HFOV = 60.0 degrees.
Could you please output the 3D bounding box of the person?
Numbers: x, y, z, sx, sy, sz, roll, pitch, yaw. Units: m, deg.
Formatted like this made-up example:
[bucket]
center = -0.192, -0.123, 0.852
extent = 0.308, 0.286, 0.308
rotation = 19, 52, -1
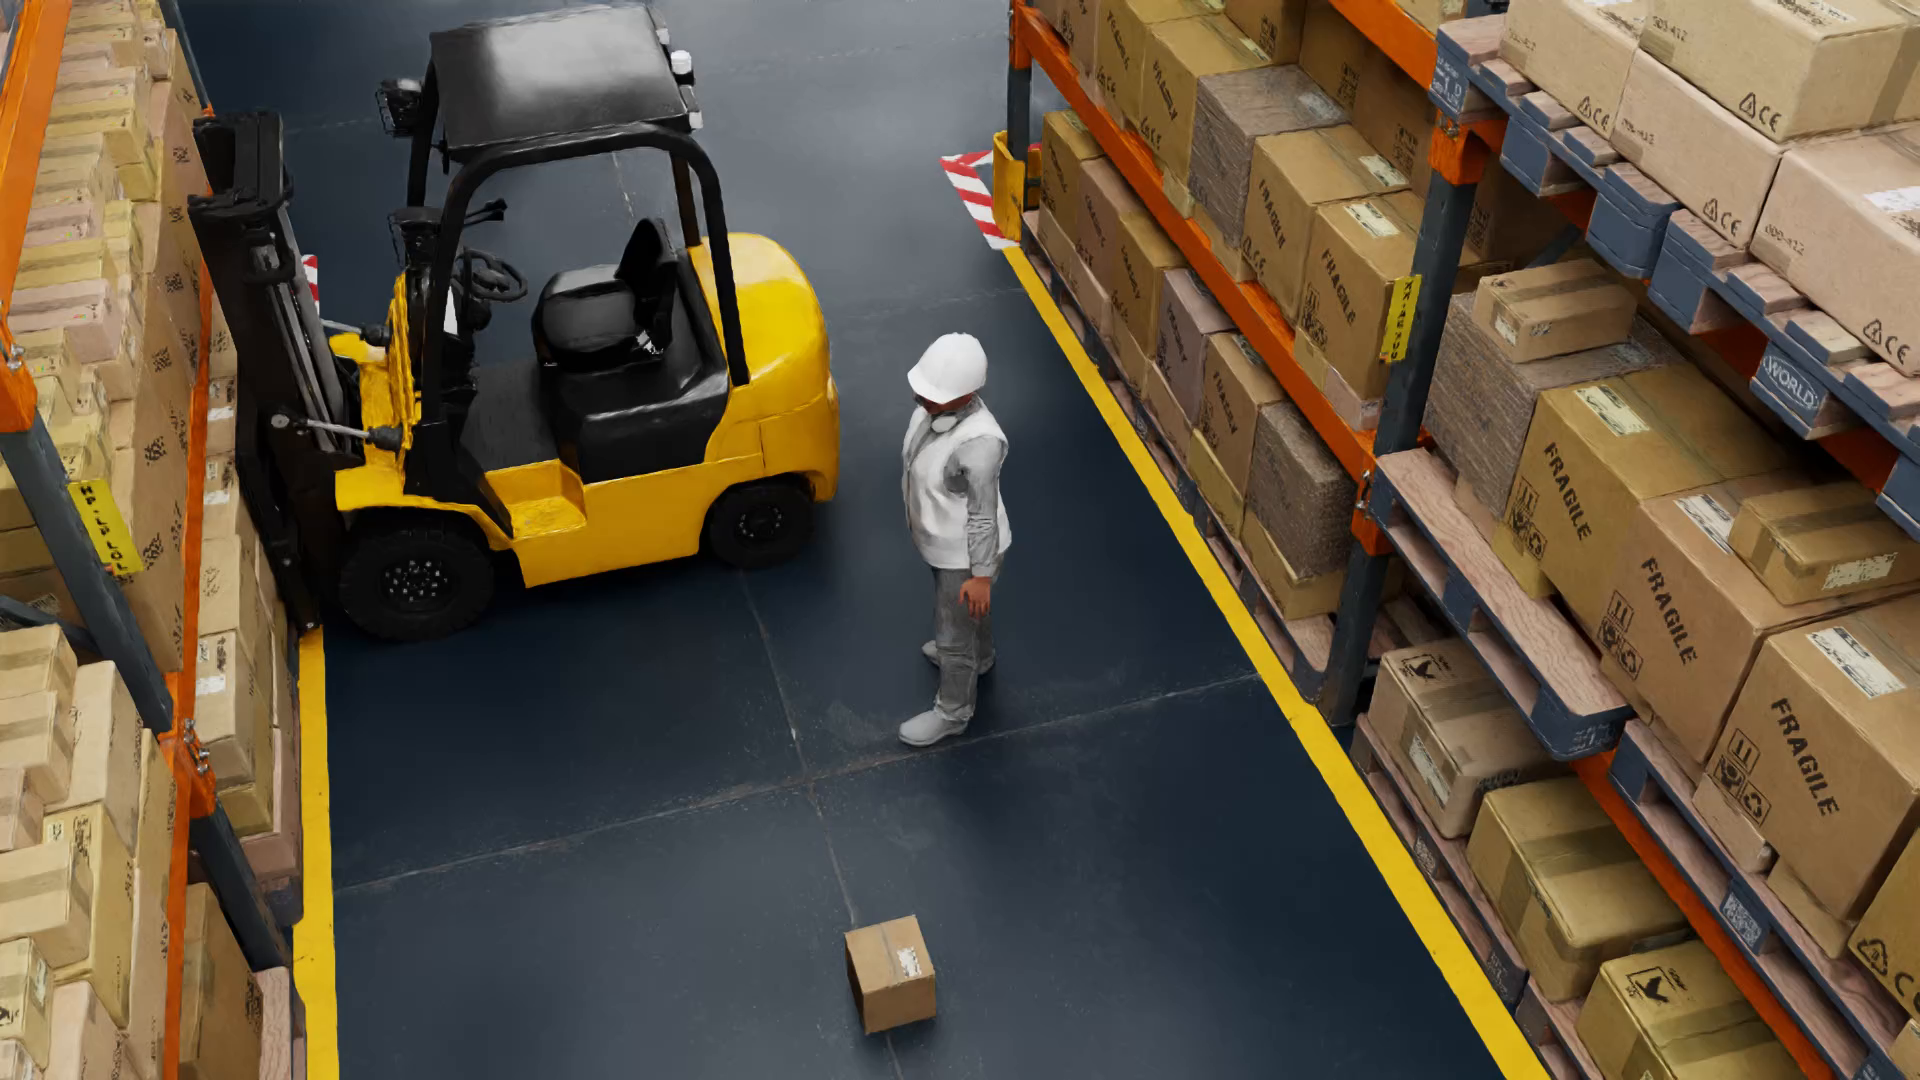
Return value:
[person]
center = -0.058, -0.012, 6.117
extent = 0.501, 1.772, 0.608
rotation = -12, 43, -13
